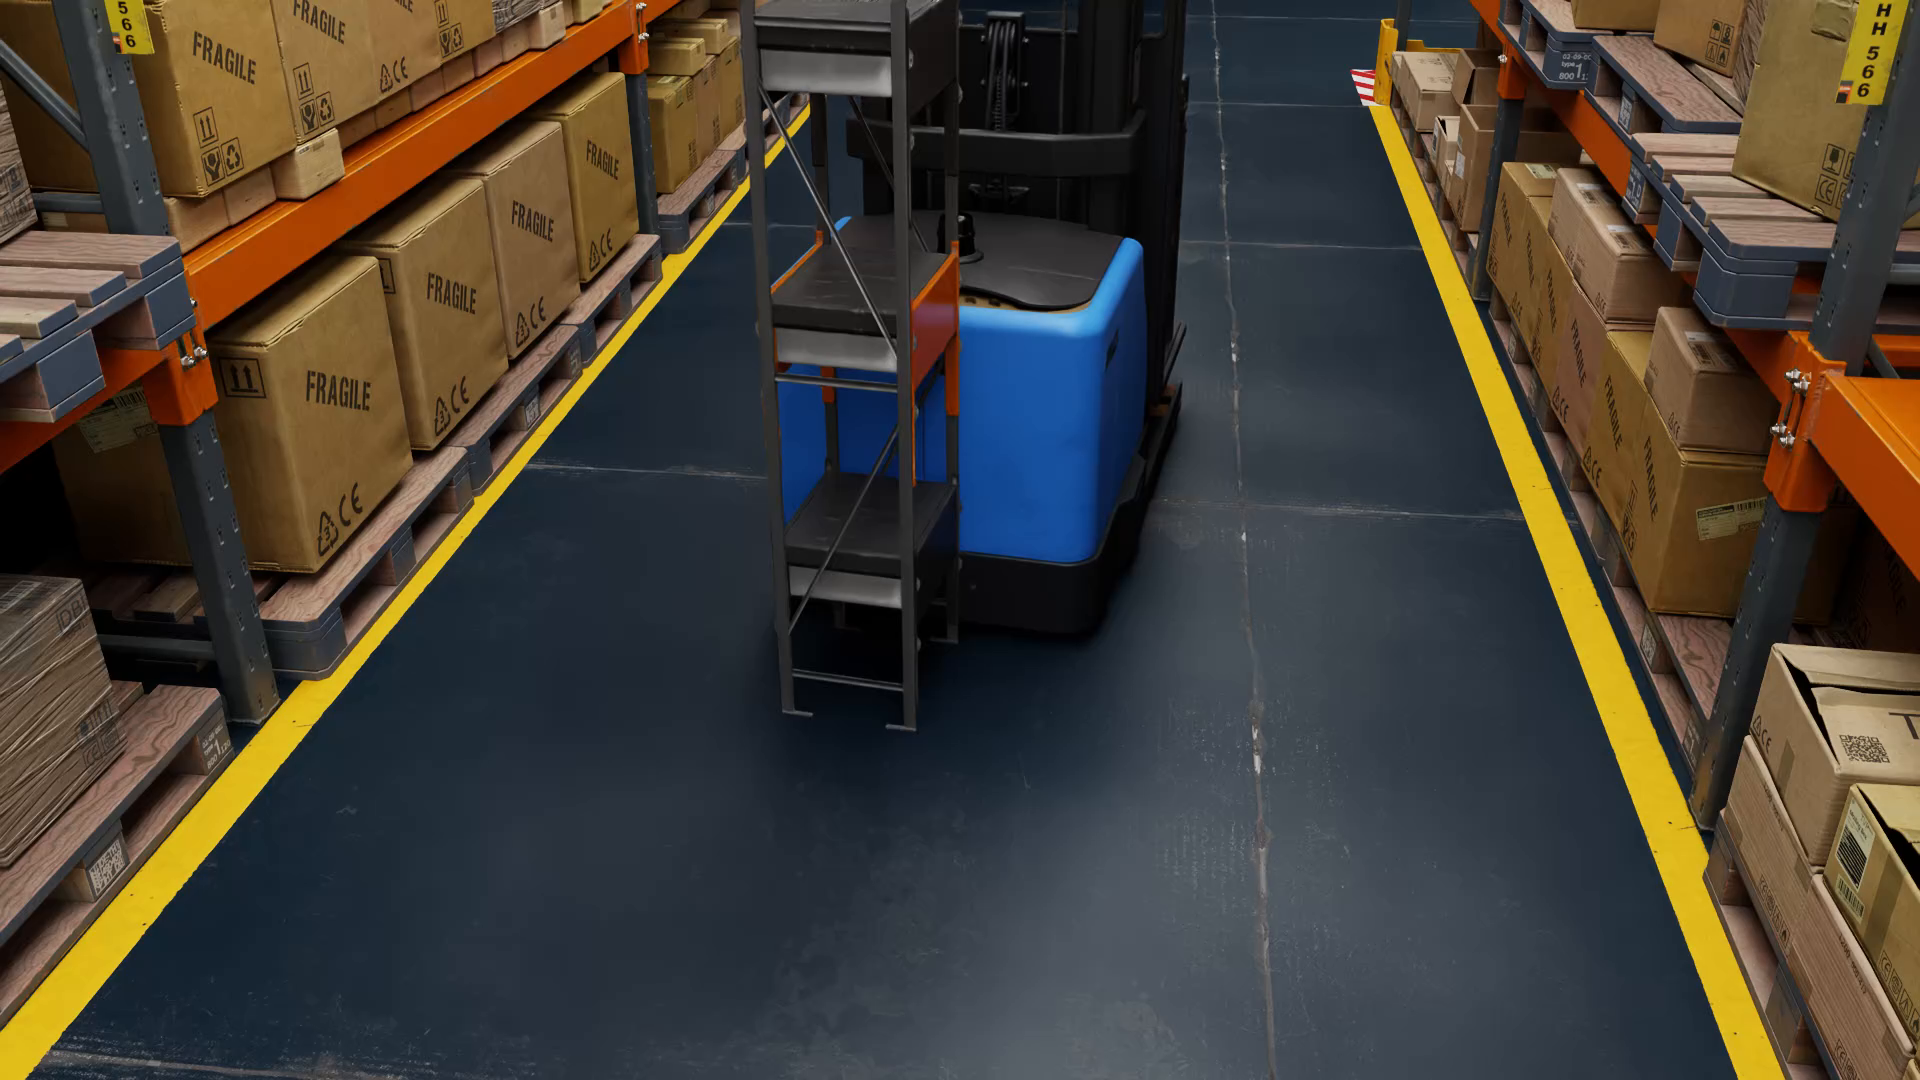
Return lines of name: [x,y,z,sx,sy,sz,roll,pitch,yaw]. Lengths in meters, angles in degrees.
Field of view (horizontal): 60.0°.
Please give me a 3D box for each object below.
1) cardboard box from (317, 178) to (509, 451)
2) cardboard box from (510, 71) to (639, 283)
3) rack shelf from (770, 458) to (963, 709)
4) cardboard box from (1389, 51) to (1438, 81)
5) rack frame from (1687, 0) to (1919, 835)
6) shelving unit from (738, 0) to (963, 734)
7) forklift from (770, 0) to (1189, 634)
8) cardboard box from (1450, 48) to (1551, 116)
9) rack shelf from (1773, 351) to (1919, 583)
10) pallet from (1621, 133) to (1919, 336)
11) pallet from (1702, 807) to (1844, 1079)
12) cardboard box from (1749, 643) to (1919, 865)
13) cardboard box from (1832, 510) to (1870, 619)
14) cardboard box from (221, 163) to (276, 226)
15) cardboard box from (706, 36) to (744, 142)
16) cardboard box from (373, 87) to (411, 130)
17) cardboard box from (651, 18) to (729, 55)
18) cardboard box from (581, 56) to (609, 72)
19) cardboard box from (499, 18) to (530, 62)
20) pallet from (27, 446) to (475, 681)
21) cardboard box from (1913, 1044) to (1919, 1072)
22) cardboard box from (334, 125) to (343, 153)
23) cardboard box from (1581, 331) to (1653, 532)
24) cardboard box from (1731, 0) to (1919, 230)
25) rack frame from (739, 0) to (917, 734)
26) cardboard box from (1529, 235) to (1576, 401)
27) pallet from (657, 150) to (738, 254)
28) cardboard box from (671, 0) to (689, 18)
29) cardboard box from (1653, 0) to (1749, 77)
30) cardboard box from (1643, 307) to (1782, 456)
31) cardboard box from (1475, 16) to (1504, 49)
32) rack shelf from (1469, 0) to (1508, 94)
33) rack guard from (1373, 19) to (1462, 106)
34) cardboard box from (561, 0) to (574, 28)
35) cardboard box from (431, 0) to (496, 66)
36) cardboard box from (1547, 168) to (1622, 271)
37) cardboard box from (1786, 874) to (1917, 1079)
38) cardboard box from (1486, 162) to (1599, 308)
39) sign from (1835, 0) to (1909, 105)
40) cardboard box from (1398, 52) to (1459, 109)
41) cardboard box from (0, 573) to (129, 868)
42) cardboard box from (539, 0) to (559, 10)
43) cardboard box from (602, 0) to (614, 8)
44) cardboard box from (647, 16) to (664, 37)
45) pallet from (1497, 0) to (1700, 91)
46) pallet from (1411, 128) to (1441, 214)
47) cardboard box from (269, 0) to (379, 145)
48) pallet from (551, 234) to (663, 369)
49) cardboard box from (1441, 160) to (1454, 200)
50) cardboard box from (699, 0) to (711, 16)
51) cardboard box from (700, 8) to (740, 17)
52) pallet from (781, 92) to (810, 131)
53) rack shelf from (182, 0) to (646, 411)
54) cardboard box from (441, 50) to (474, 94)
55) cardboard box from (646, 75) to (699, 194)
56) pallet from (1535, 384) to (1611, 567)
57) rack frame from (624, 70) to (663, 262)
cardboard box: [-2.154,-0.831,5.954,0.750,0.750,0.750,3,28,6]
cardboard box: [-1.948,-1.650,7.474,0.750,0.750,0.750,4,29,7]
rack shelf: [-0.259,0.116,4.825,0.431,0.518,0.480,7,29,12]
cardboard box: [3.017,-3.084,10.853,0.380,0.149,0.250,3,28,6]
rack frame: [2.429,-0.556,3.620,1.000,3.000,0.127,3,28,6]
shelving unit: [-0.259,-0.512,4.486,0.431,2.100,0.503,7,29,12]
forklift: [0.259,-1.686,5.790,1.130,2.935,3.031,7,29,12]
cardboard box: [3.144,-2.419,9.245,0.797,0.503,0.637,3,28,6]
rack shelf: [2.184,0.702,2.043,1.077,0.370,4.000,3,28,6]
pallet: [2.443,-0.795,4.265,1.213,0.211,1.003,3,28,6]
pallet: [2.290,1.057,3.566,1.003,0.211,1.213,3,28,6]
cardboard box: [2.074,0.452,3.614,0.500,0.311,0.500,4,29,8]
cardboard box: [2.827,-0.094,4.933,0.500,0.500,0.500,2,28,4]
cardboard box: [-2.178,-1.000,4.688,0.380,0.149,0.250,4,29,7]
cardboard box: [-1.674,-2.634,9.668,0.700,0.500,0.500,4,29,7]
cardboard box: [-2.087,-1.489,5.596,0.380,0.149,0.250,4,29,7]
cardboard box: [-1.517,-2.838,9.363,0.380,0.149,0.250,3,28,5]
cardboard box: [-2.019,-2.385,8.523,0.380,0.149,0.250,3,28,6]
cardboard box: [-1.912,-1.970,6.487,0.380,0.149,0.250,3,28,6]
pallet: [-2.316,0.018,5.493,1.003,0.211,1.213,3,28,6]
cardboard box: [1.953,0.940,2.708,0.500,0.311,0.500,3,28,5]
cardboard box: [-2.153,-1.246,5.144,0.380,0.149,0.250,3,28,6]
cardboard box: [2.375,-0.347,5.403,0.500,0.500,0.500,2,28,4]
cardboard box: [2.395,-1.088,4.059,0.700,0.500,0.500,-6,29,-11]
rack frame: [-0.318,-0.400,4.278,0.400,2.100,0.015,7,29,12]
cardboard box: [2.495,-0.832,6.304,0.500,0.500,0.500,4,29,7]
pallet: [-1.827,-1.851,8.963,1.003,0.211,1.213,3,28,6]
cardboard box: [-1.831,-3.116,9.881,0.380,0.149,0.250,4,29,7]
cardboard box: [2.764,-1.833,5.441,0.700,0.500,0.500,-4,29,-7]
cardboard box: [2.314,-0.460,4.823,0.500,0.250,0.500,4,29,8]
cardboard box: [3.587,-3.145,10.597,0.500,0.500,0.500,3,28,6]
rack shelf: [3.164,-3.064,9.033,1.077,0.370,4.000,3,28,6]
rack guard: [3.400,-3.186,11.136,1.175,0.500,0.348,3,28,6]
cardboard box: [-1.842,-2.209,6.931,0.380,0.149,0.250,4,29,8]
cardboard box: [-1.983,-1.965,5.795,0.500,0.500,0.500,4,29,8]
cardboard box: [2.496,-1.178,6.156,0.500,0.250,0.500,3,29,6]
cardboard box: [2.013,0.935,3.307,0.500,0.250,0.500,3,28,5]
cardboard box: [2.618,-1.319,7.207,0.500,0.500,0.500,2,28,4]
sign: [1.890,-1.058,3.415,0.100,0.325,0.005,3,28,6]
cardboard box: [3.000,-2.830,10.276,0.500,0.250,0.500,3,28,6]
cardboard box: [-2.524,0.406,4.005,0.700,0.500,0.500,4,29,7]
cardboard box: [-1.857,-2.436,6.670,0.500,0.500,0.500,4,29,7]
cardboard box: [-1.758,-2.448,7.375,0.380,0.149,0.250,4,29,7]
cardboard box: [-1.893,-2.876,9.434,0.380,0.149,0.250,4,29,7]
pallet: [2.713,-1.985,6.474,1.003,0.211,1.213,3,28,6]
pallet: [3.151,-2.111,9.445,1.003,0.211,1.213,3,28,6]
cardboard box: [-2.101,-1.486,4.906,0.500,0.500,0.500,4,29,8]
pallet: [-2.017,-1.130,7.625,1.003,0.211,1.213,3,28,6]
cardboard box: [2.694,-1.842,8.549,0.380,0.149,0.250,3,28,6]
cardboard box: [-1.769,-3.357,10.328,0.380,0.149,0.250,4,29,7]
cardboard box: [-1.555,-3.122,10.575,0.700,0.500,0.500,3,28,6]
pallet: [-1.528,-3.000,11.095,1.003,0.211,1.213,3,28,6]
rack shelf: [-2.242,-1.467,6.069,1.077,0.370,4.000,3,28,6]
cardboard box: [-2.001,-1.728,6.039,0.380,0.149,0.250,4,29,8]
cardboard box: [-1.804,-2.156,8.782,0.700,0.500,0.500,4,29,7]
pallet: [2.710,-0.251,5.993,1.003,0.211,1.213,3,28,6]
rack frame: [-1.997,-2.725,7.646,1.000,3.000,0.127,3,28,6]
